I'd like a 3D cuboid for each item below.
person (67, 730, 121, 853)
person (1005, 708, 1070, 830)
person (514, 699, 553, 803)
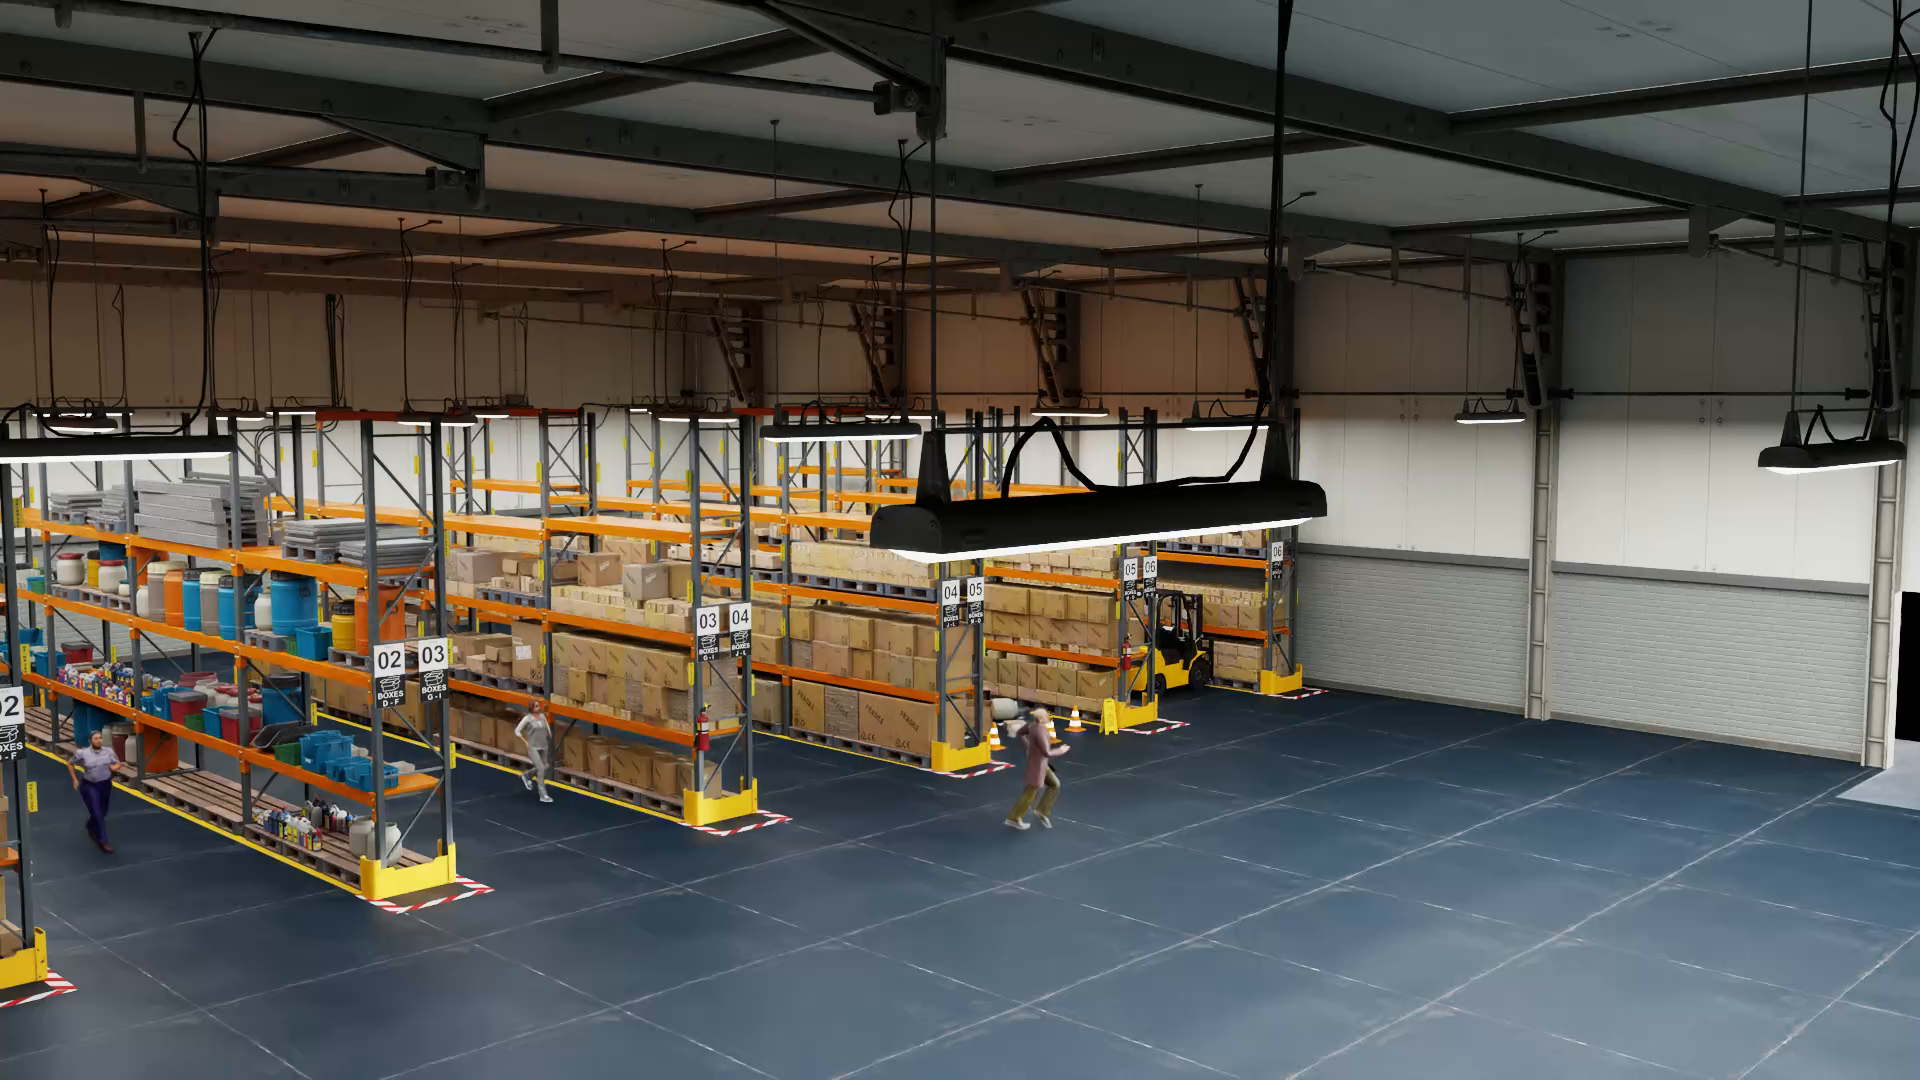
[{"bbox_3d":[-11.964,3.446,23.048,0.919,1.651,0.599,4,6,38],"label":"person"},{"bbox_3d":[1.110,3.336,24.061,0.958,1.759,0.733,0,5,-4],"label":"person"},{"bbox_3d":[-6.604,3.252,25.842,0.822,1.570,0.547,4,6,39],"label":"person"}]
